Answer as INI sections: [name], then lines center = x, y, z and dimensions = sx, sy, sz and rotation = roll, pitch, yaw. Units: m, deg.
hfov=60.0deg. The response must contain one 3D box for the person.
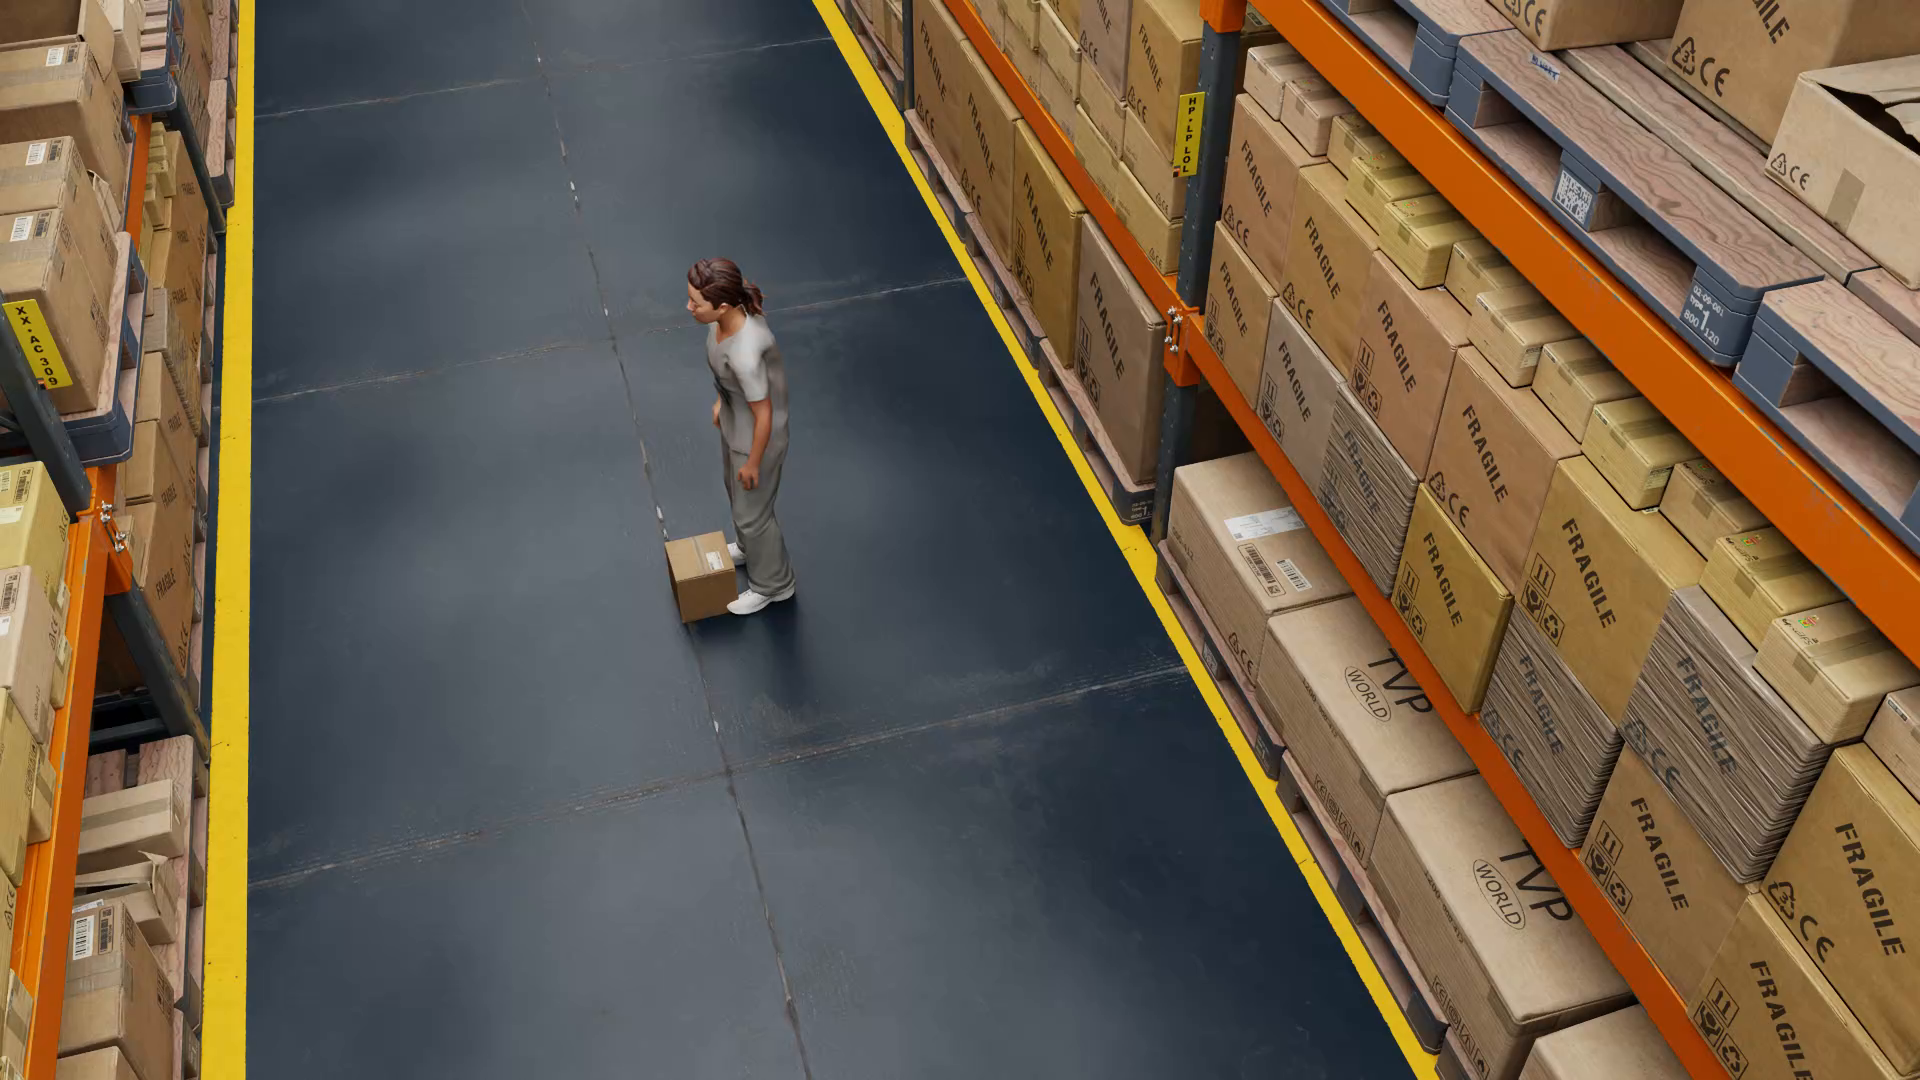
[person]
center = -0.860, -0.422, 6.624
dimensions = 0.358, 1.673, 0.510
rotation = -14, 44, -14
